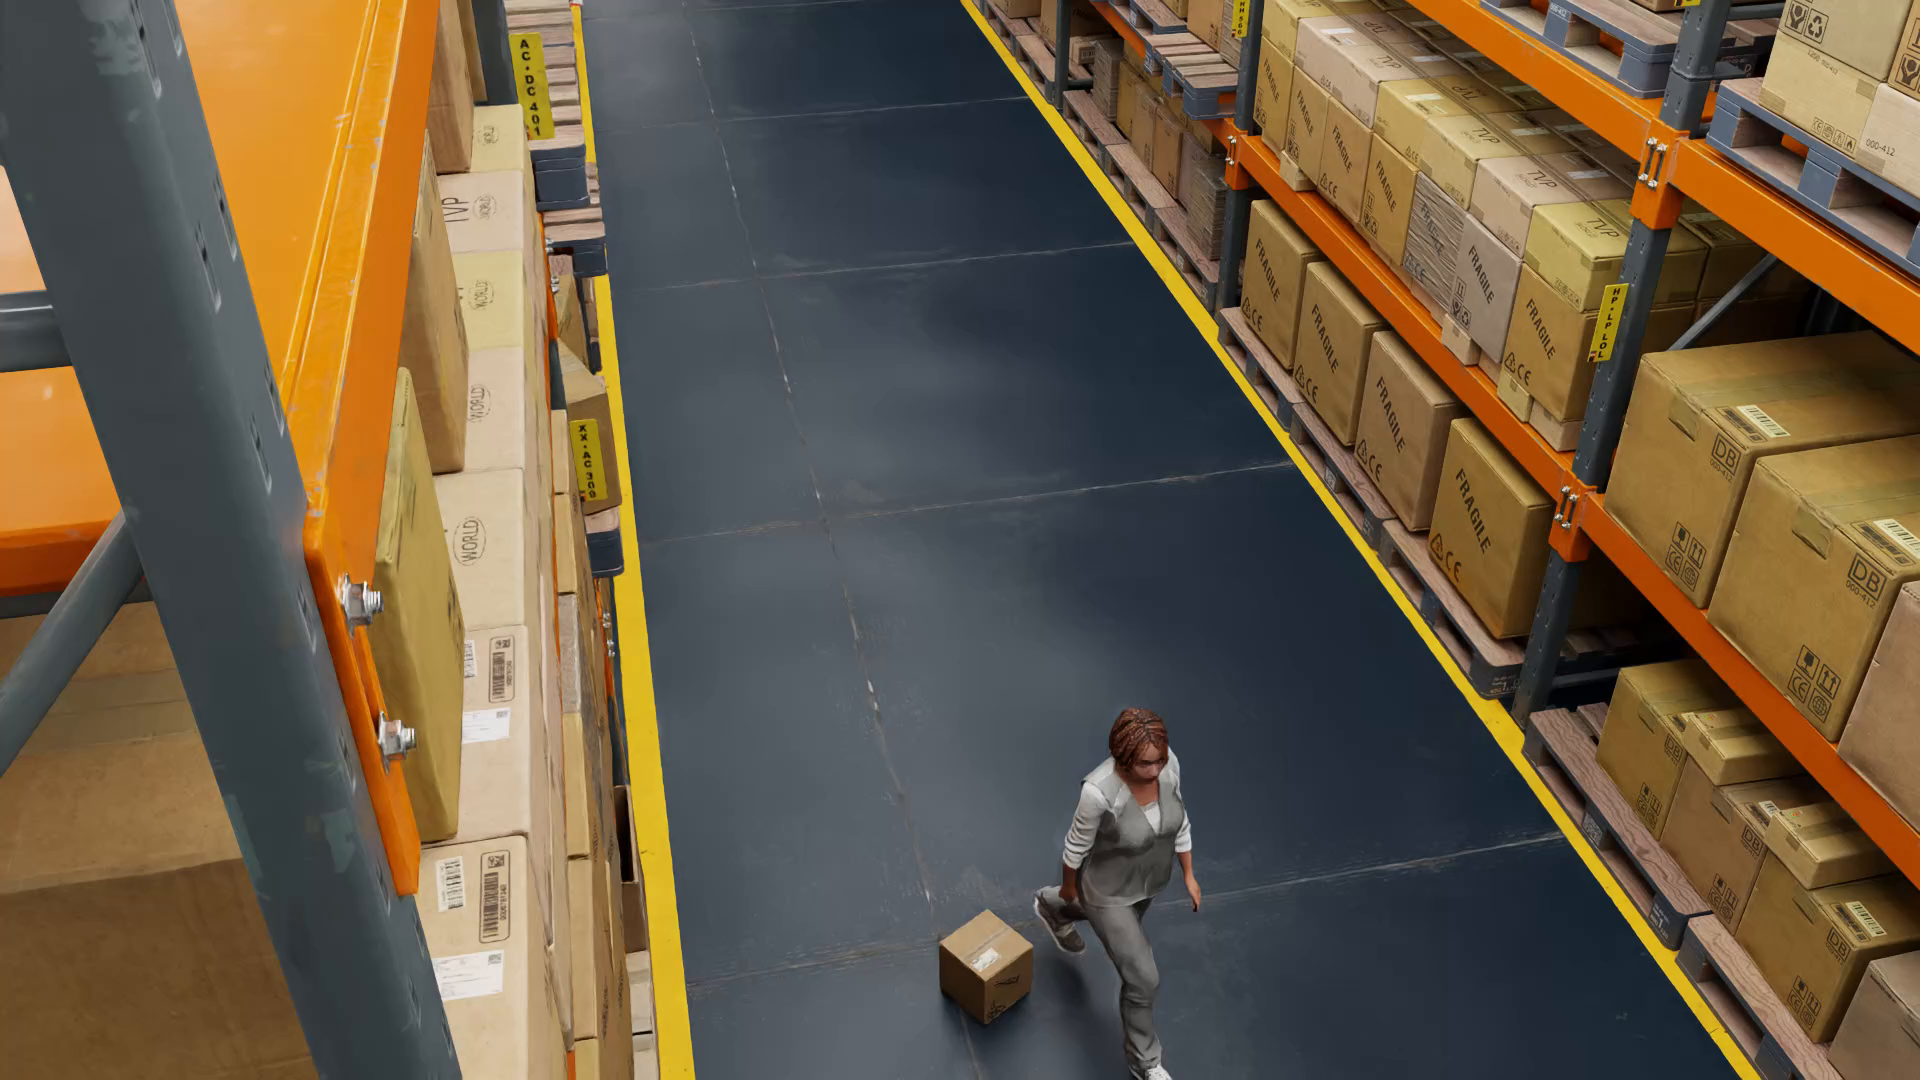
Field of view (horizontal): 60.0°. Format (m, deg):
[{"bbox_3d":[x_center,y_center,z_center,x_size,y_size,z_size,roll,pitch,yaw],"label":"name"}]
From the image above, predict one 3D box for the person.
[{"bbox_3d":[0.536,1.132,5.722,0.419,1.542,0.944,-25,42,-31],"label":"person"}]
